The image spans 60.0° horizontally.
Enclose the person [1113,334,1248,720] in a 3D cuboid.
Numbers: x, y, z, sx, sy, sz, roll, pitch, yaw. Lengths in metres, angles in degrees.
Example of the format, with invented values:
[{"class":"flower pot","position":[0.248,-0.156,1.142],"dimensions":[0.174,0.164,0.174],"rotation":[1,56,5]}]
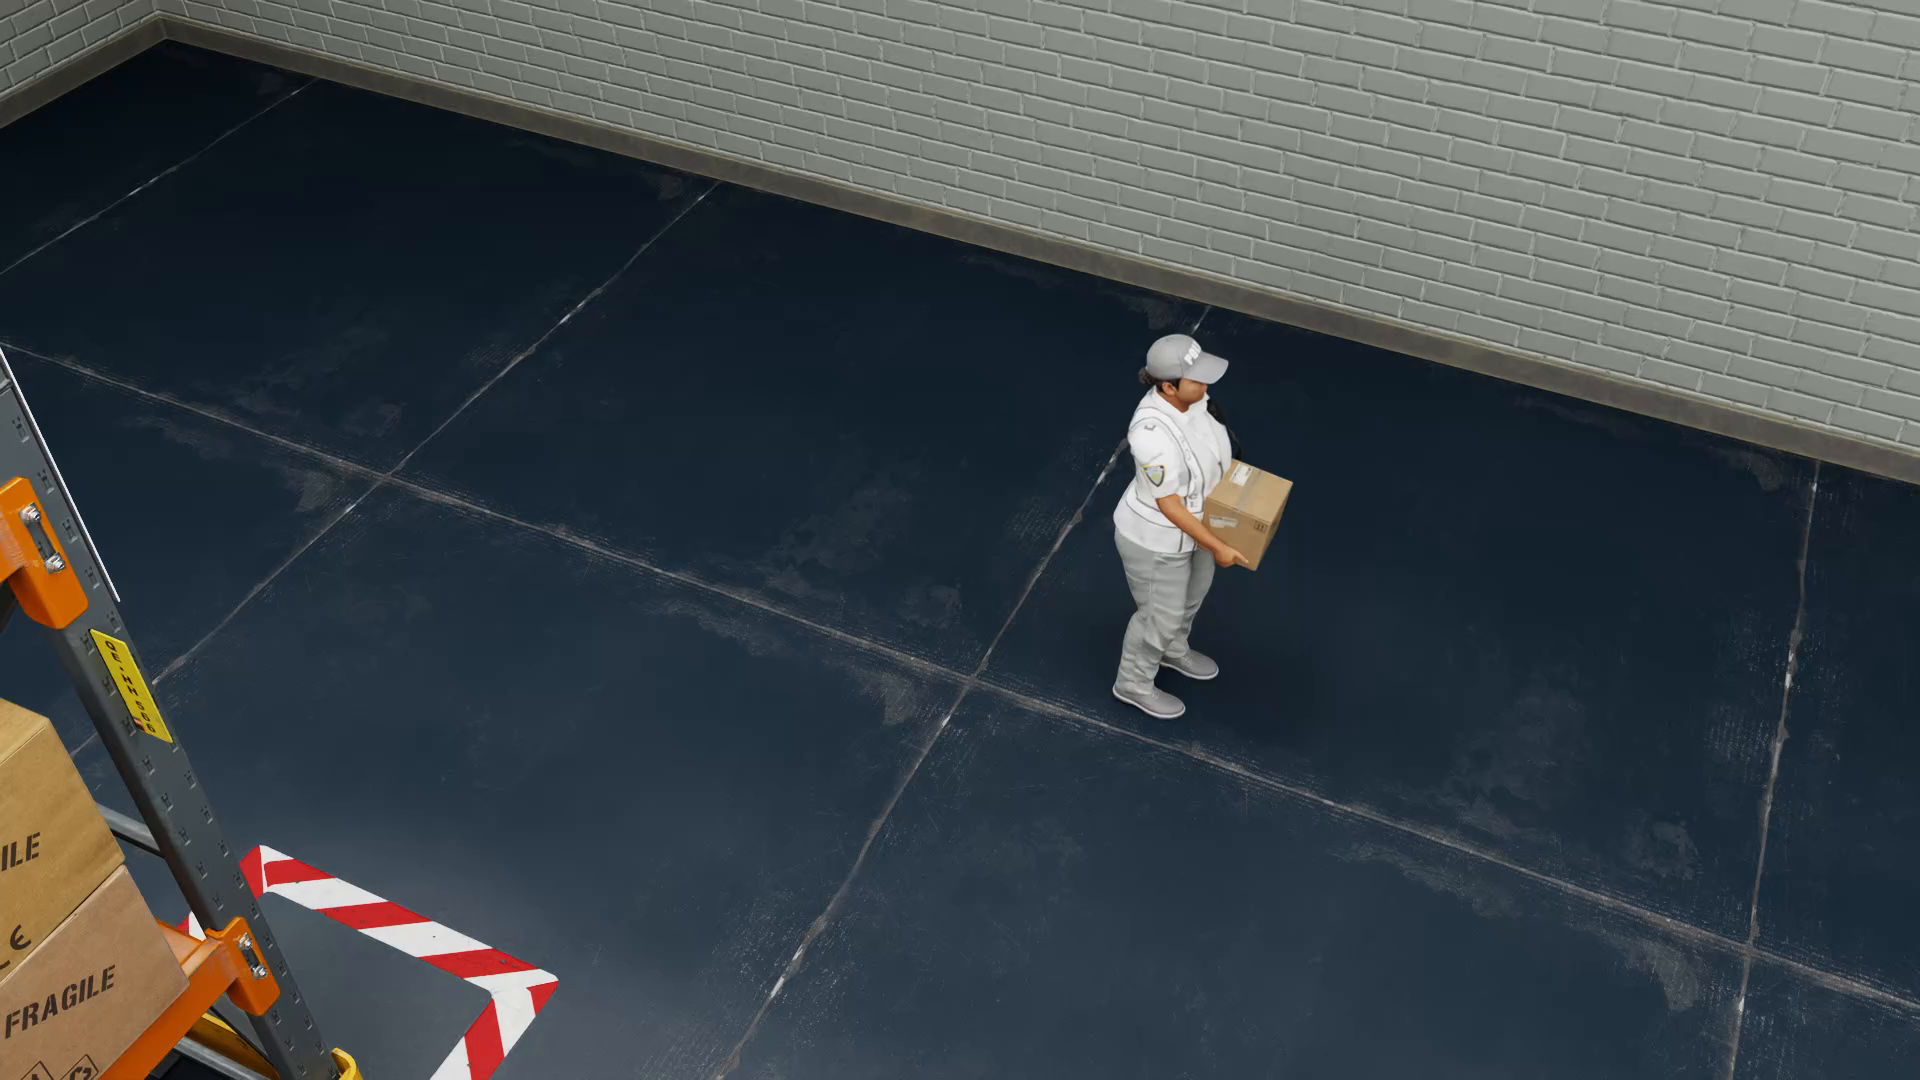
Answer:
[{"class":"person","position":[0.855,-0.032,6.202],"dimensions":[0.539,1.656,0.455],"rotation":[18,45,19]}]
